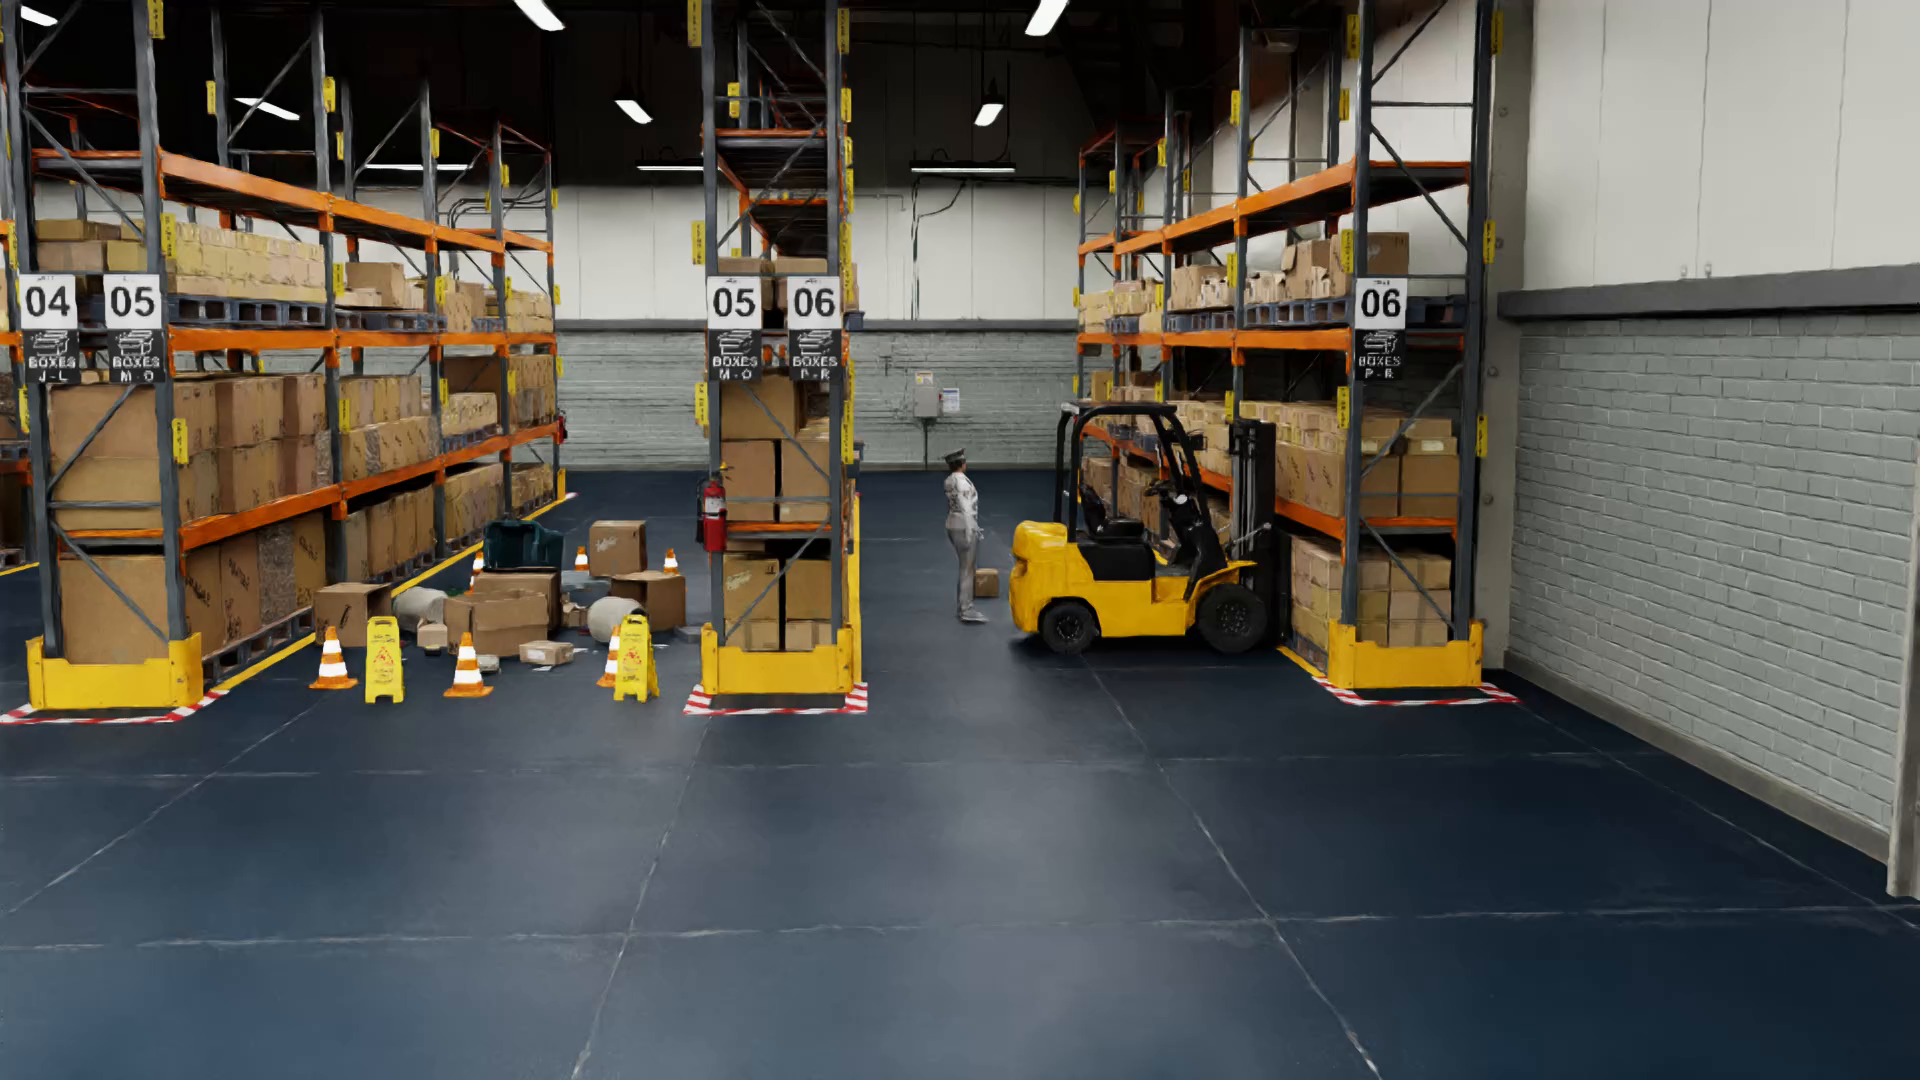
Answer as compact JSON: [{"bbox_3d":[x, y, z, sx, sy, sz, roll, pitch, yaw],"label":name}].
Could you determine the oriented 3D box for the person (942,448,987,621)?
[{"bbox_3d":[0.053,-0.062,16.280,0.429,1.668,0.556,-2,7,-19],"label":"person"}]
